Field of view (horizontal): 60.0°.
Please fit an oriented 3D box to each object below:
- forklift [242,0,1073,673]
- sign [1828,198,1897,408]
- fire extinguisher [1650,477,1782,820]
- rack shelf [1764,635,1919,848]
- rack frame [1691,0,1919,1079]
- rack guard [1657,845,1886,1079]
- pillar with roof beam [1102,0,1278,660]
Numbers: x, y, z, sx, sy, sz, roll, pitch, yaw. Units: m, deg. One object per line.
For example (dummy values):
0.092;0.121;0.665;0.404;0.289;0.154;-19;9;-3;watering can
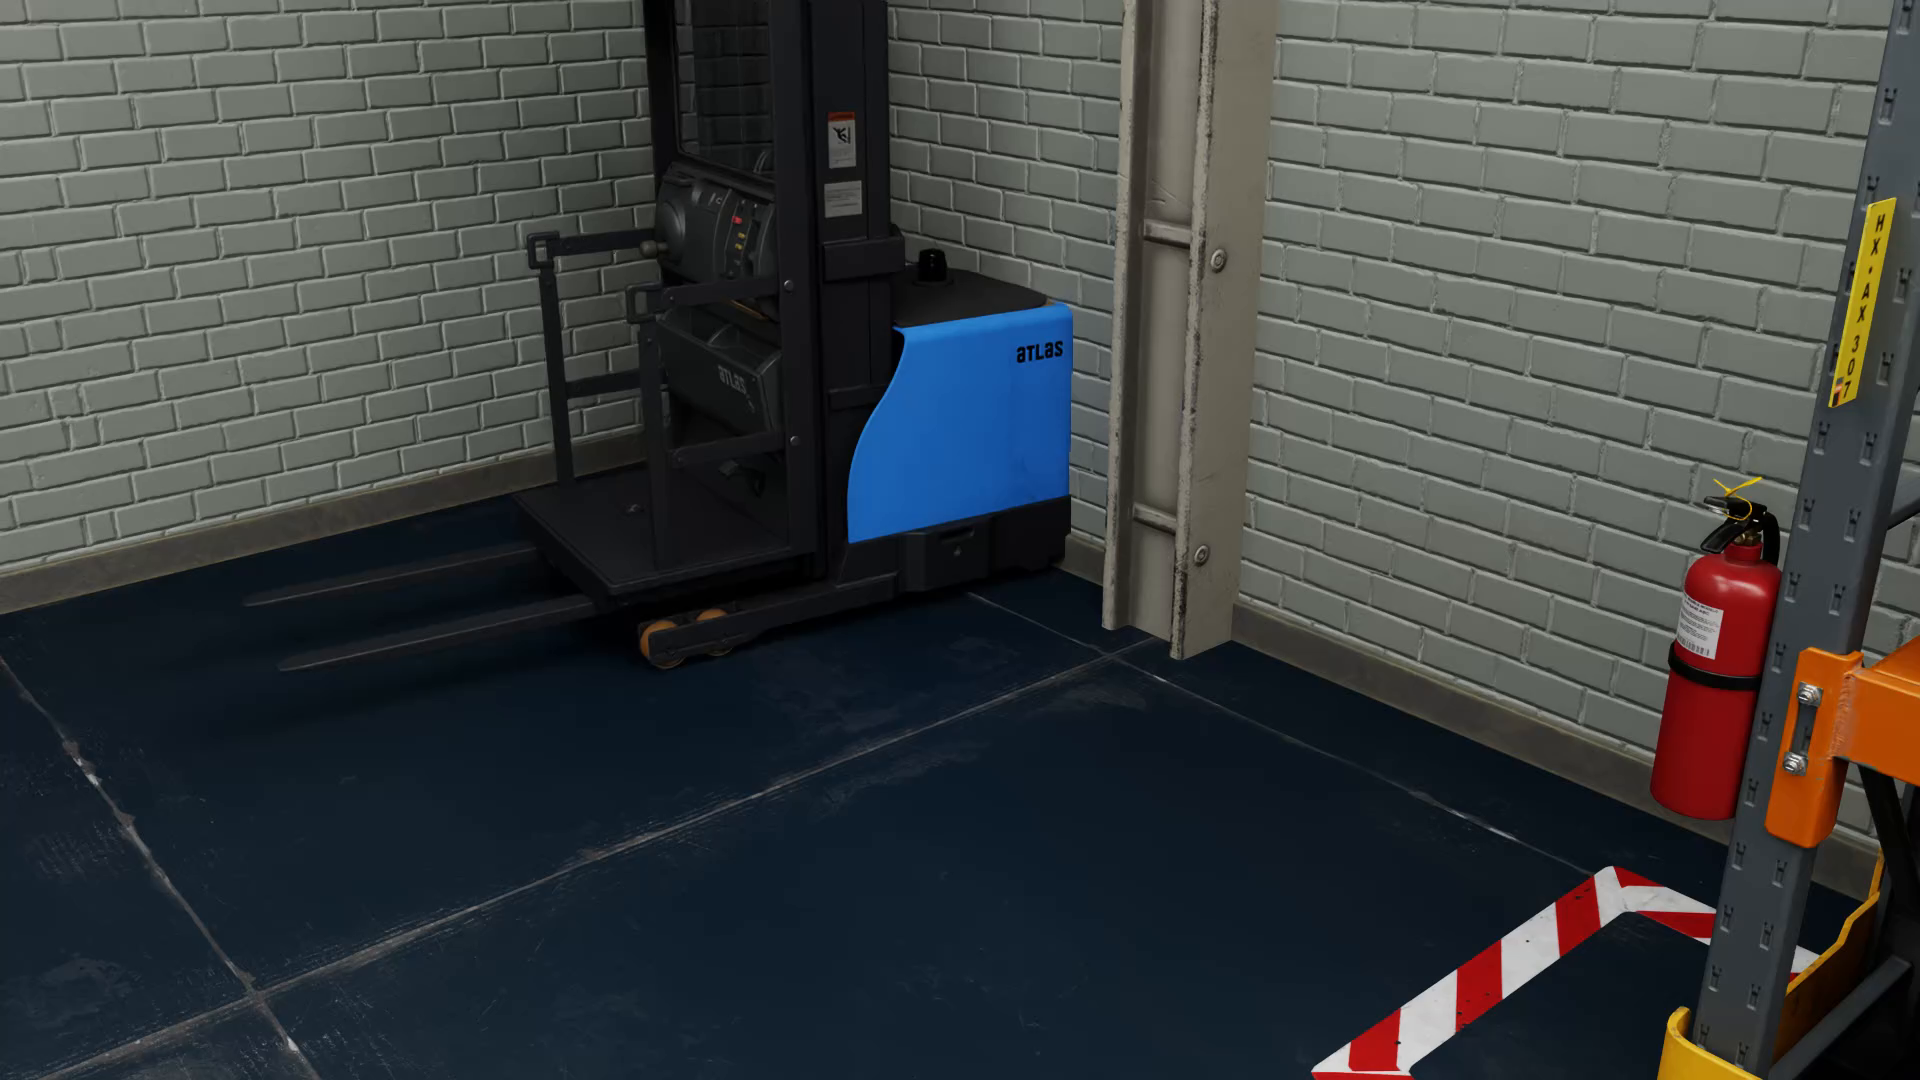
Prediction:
-1.058;-1.133;5.857;3.031;2.935;1.130;-13;25;-29;forklift
1.434;-0.375;2.640;0.100;0.325;0.005;-17;27;-37;sign
1.398;0.178;3.033;0.296;0.674;0.183;-17;27;-37;fire extinguisher
3.150;0.787;1.848;1.077;0.370;4.000;-17;27;-37;rack shelf
1.845;-0.101;3.128;1.000;3.000;0.127;-17;27;-37;rack frame
1.894;1.084;3.530;1.175;0.500;0.348;-17;27;-37;rack guard
-2.494;-2.829;1.867;9.100;9.000;0.400;-17;27;-37;pillar with roof beam
